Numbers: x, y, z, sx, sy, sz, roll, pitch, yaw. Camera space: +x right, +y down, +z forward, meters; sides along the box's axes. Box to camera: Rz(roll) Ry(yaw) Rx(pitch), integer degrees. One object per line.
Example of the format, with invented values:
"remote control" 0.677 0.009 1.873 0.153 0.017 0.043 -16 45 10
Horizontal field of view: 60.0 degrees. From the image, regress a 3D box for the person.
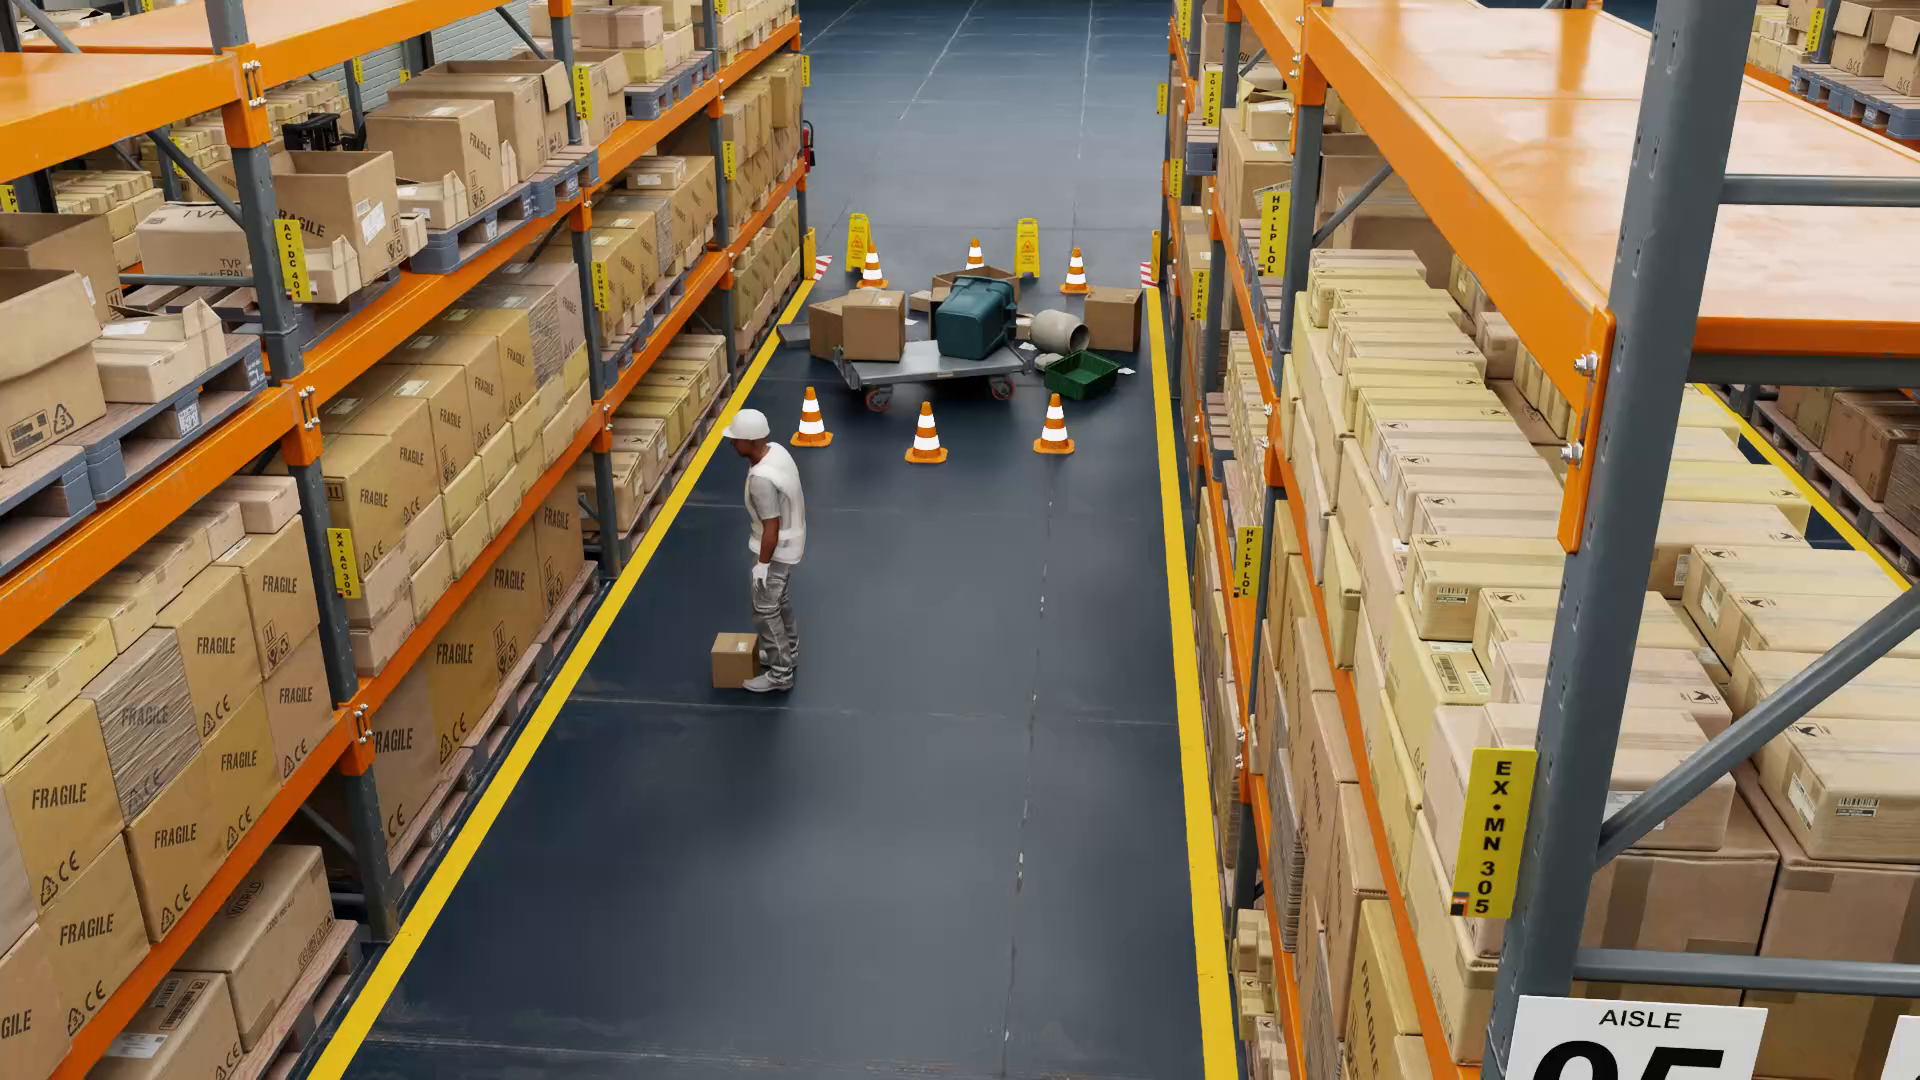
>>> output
"person" -1.141 0.052 9.887 0.451 1.772 0.619 1 24 1
